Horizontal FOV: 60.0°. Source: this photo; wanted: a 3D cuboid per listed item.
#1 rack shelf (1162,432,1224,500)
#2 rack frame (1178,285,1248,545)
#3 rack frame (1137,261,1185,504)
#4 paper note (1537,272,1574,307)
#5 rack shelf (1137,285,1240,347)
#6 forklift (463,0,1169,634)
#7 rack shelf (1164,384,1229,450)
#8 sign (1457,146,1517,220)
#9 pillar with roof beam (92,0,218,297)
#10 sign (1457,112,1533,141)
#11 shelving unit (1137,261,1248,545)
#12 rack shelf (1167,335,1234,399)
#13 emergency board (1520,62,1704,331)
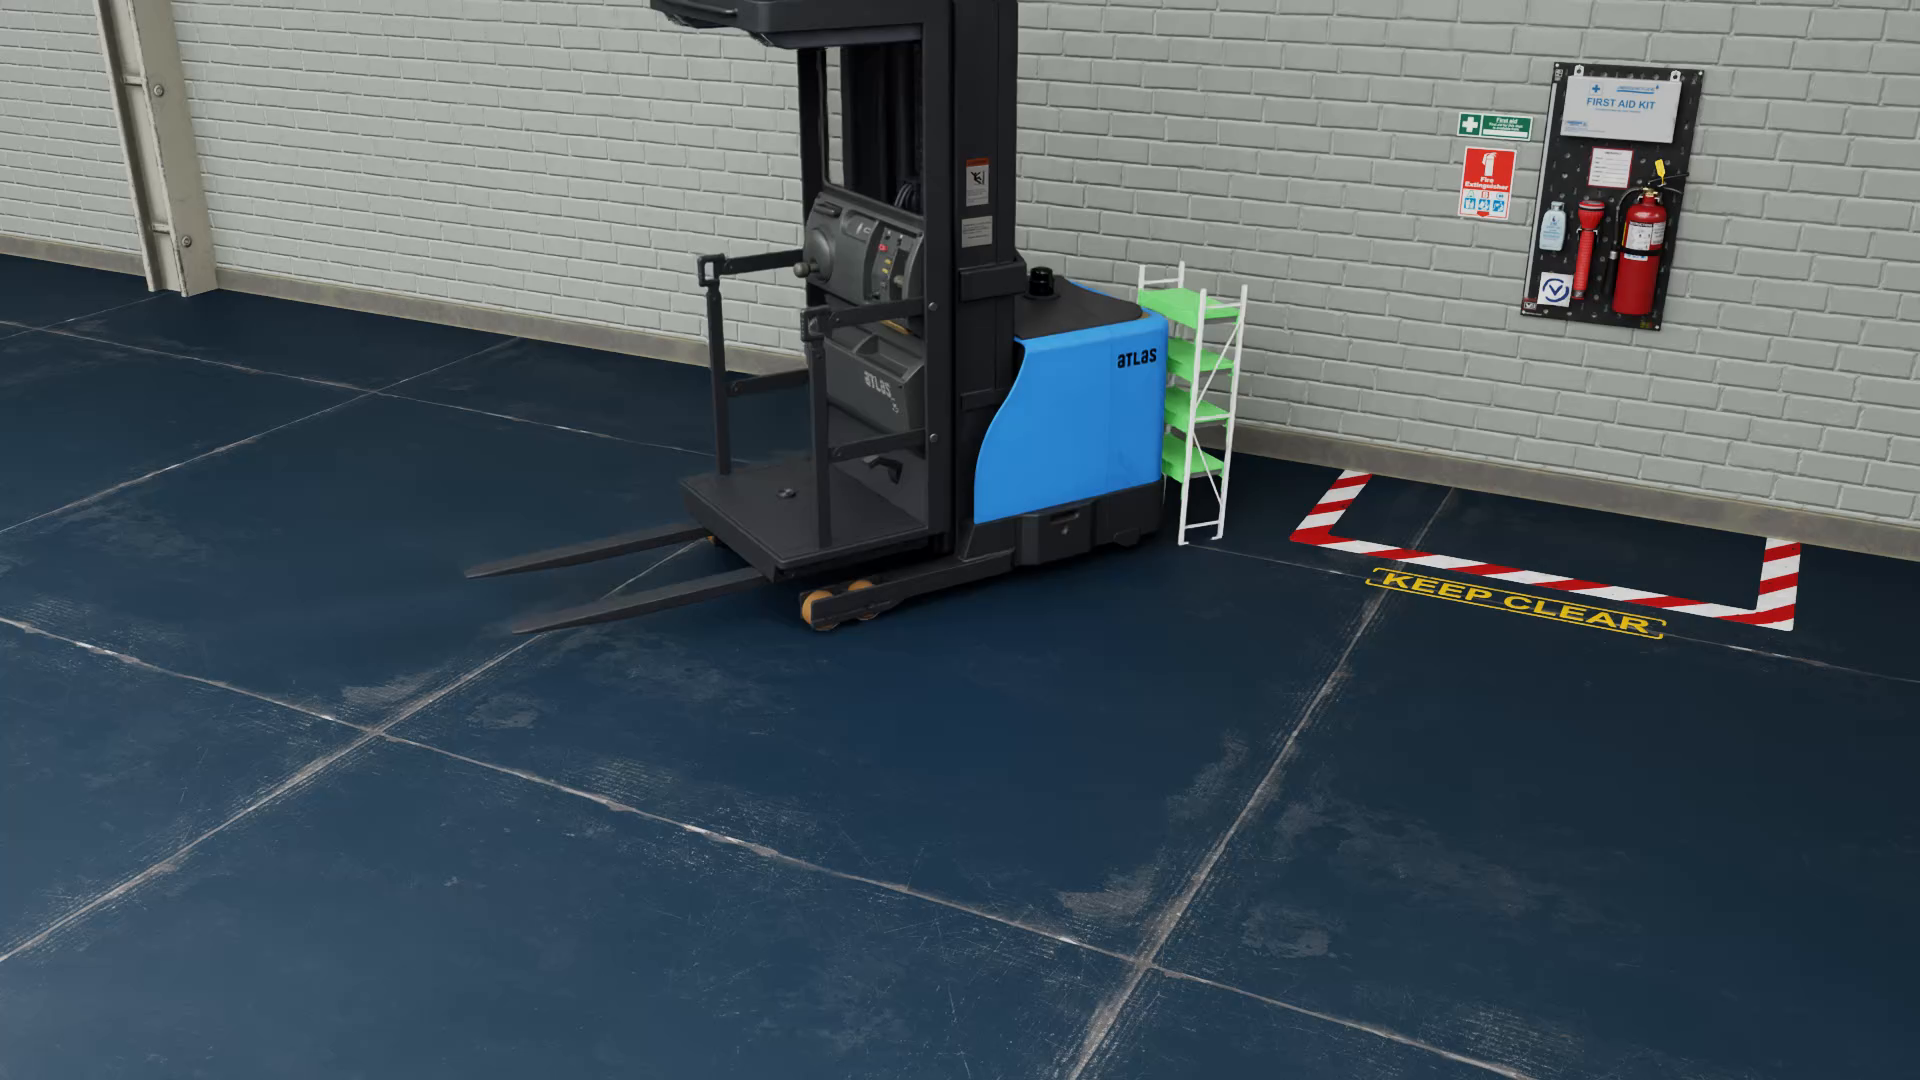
[{"bbox_3d":[1.015,-0.354,7.812,0.258,0.148,0.480,-9,25,-26],"label":"rack shelf"},{"bbox_3d":[1.137,-0.550,7.498,0.240,1.200,0.015,-9,25,-26],"label":"rack frame"},{"bbox_3d":[0.914,-0.720,7.897,0.240,1.200,0.015,-9,25,-26],"label":"rack frame"},{"bbox_3d":[2.795,-1.176,7.808,0.142,0.148,0.016,11,25,25],"label":"paper note"},{"bbox_3d":[1.040,-1.021,7.541,0.258,0.148,0.480,-9,25,-26],"label":"rack shelf"},{"bbox_3d":[-0.587,-1.208,6.845,3.031,2.935,1.130,-13,26,-29],"label":"forklift"},{"bbox_3d":[1.023,-0.576,7.722,0.258,0.148,0.480,-9,25,-26],"label":"rack shelf"},{"bbox_3d":[2.475,-1.676,7.812,0.234,0.329,0.001,11,25,25],"label":"sign"},{"bbox_3d":[-7.542,-4.452,6.721,0.400,9.000,9.100,11,25,25],"label":"pillar with roof beam"},{"bbox_3d":[2.475,-1.916,7.699,0.331,0.109,0.001,11,25,25],"label":"sign"},{"bbox_3d":[1.025,-0.635,7.698,0.258,1.200,0.503,-9,25,-26],"label":"shelving unit"},{"bbox_3d":[1.031,-0.798,7.632,0.258,0.148,0.480,-9,25,-26],"label":"rack shelf"},{"bbox_3d":[2.922,-1.526,7.505,0.643,1.169,0.194,11,25,25],"label":"emergency board"}]
